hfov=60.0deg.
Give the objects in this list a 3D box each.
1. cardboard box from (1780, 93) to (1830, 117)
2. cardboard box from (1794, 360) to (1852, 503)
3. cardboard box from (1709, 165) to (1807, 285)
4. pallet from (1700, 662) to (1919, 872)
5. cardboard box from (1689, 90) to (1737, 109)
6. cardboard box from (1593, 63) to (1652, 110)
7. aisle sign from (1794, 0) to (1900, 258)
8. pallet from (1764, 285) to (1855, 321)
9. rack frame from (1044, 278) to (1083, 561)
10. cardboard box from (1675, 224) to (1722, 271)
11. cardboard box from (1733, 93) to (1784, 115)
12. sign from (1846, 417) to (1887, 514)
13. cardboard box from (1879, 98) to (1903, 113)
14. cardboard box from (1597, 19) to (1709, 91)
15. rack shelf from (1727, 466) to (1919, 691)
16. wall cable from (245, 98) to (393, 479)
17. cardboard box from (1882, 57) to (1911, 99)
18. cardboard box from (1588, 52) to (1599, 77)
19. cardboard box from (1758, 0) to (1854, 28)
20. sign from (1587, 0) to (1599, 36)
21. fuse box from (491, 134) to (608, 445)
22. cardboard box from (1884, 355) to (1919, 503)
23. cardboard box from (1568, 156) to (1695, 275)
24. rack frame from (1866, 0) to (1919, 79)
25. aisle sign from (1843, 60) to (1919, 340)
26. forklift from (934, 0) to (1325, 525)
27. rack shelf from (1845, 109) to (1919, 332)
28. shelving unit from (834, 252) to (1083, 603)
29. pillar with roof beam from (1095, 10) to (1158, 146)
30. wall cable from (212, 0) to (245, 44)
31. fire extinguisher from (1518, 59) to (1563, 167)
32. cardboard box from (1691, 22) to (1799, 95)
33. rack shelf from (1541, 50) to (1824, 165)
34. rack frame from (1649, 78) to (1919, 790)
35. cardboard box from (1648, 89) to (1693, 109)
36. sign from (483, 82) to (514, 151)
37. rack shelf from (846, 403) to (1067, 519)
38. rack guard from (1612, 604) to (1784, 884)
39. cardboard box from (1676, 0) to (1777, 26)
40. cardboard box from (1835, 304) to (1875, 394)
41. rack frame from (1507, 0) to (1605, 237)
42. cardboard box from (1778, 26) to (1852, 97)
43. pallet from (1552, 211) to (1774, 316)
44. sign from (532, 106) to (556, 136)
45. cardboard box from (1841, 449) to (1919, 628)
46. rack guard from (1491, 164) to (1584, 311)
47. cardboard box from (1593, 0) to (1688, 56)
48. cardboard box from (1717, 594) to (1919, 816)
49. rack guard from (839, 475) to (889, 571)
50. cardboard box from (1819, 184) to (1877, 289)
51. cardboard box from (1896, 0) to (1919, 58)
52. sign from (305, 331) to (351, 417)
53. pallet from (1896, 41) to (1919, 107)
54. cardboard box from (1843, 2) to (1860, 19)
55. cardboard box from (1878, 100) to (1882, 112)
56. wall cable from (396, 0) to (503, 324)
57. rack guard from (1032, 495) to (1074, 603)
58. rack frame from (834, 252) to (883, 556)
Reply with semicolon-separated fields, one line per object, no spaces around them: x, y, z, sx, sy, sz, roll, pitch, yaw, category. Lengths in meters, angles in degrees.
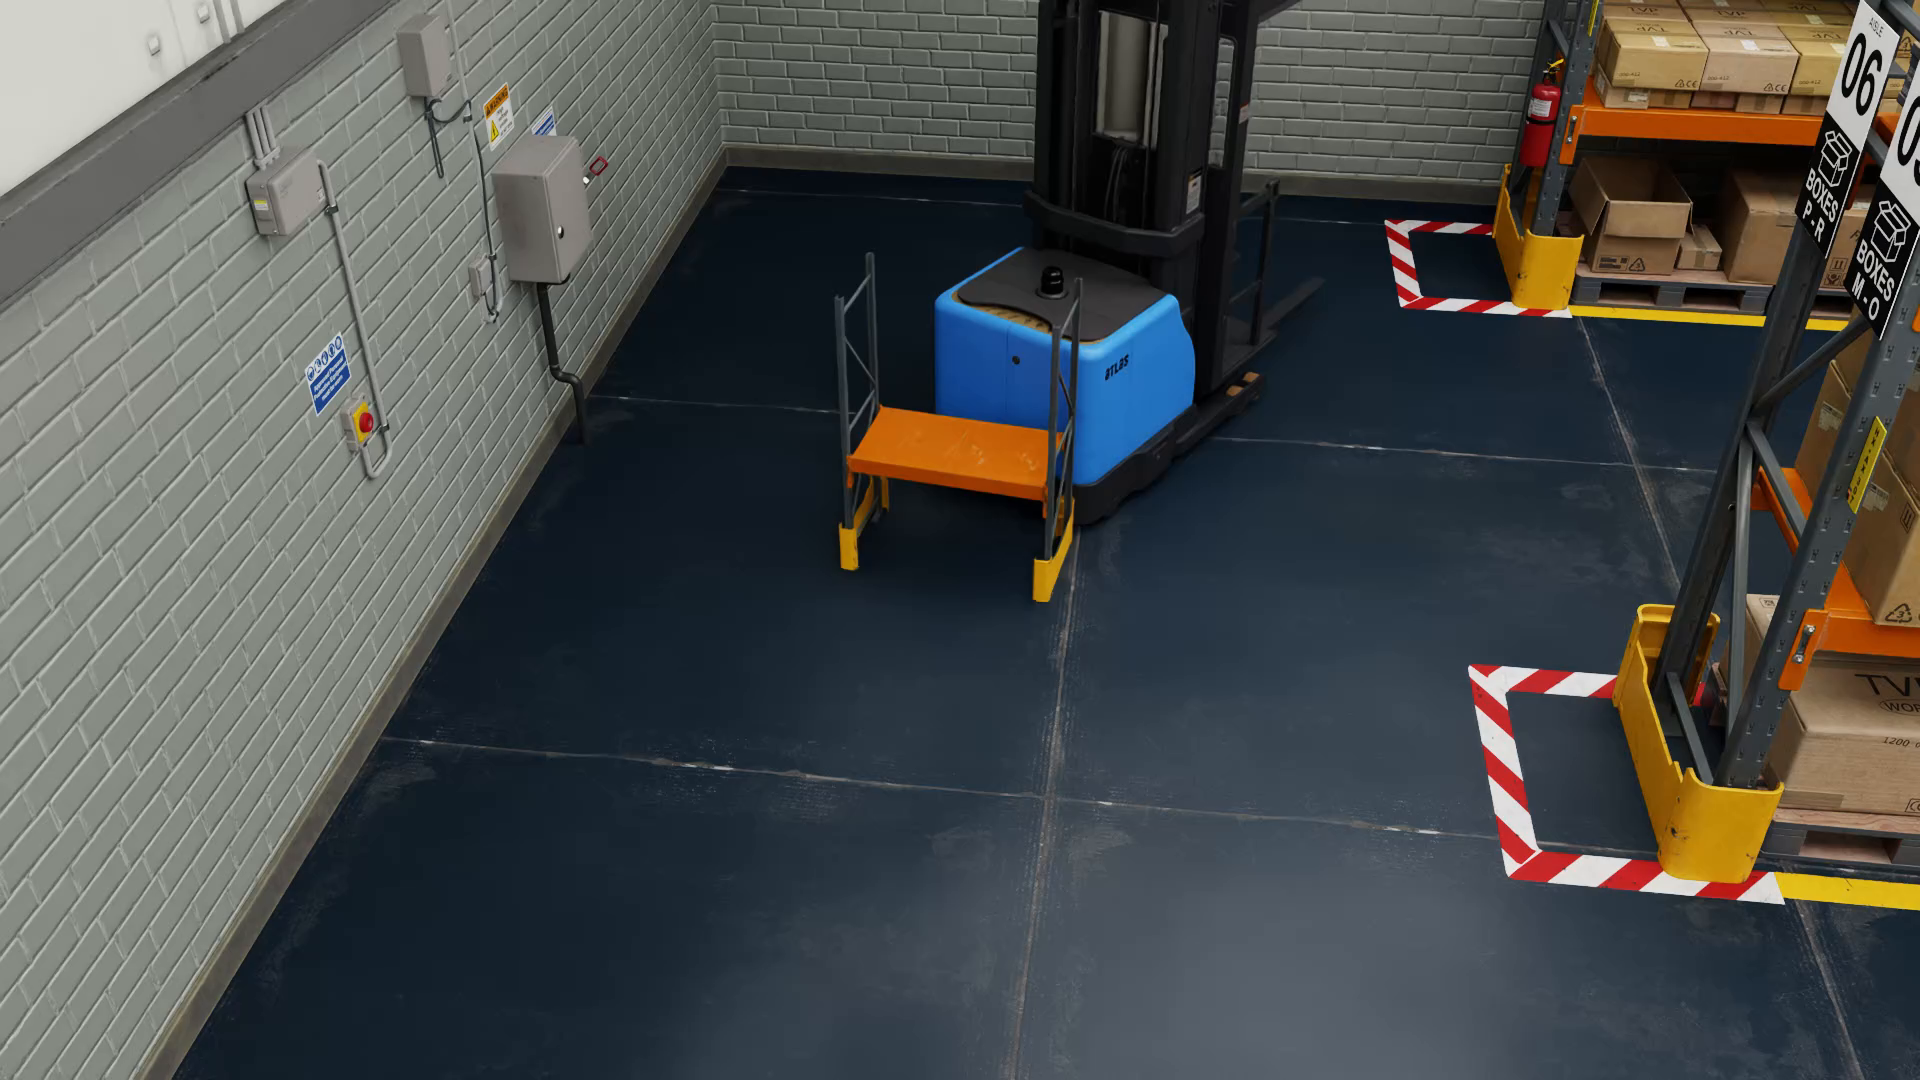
5.055;-2.697;10.020;0.250;0.149;0.380;5;36;7;cardboard box
3.617;-0.341;6.417;0.500;0.500;0.500;4;36;6;cardboard box
5.171;-2.012;10.634;0.500;0.500;0.700;6;36;8;cardboard box
3.908;0.966;7.073;1.213;0.211;1.003;4;36;6;pallet
4.548;-2.768;10.119;0.250;0.149;0.380;4;36;5;cardboard box
4.025;-2.759;10.107;0.250;0.149;0.380;4;36;6;cardboard box
3.073;-1.426;5.785;0.004;0.787;0.394;4;36;6;aisle sign
5.806;-1.753;10.882;1.213;0.211;1.003;4;36;6;pallet
0.489;-0.466;7.968;0.032;1.500;0.500;9;37;13;rack frame
4.745;-1.901;10.781;0.250;0.149;0.380;3;36;4;cardboard box
4.791;-2.714;10.043;0.250;0.149;0.380;5;36;7;cardboard box
3.028;-0.249;5.560;0.005;0.325;0.100;4;36;6;sign
5.560;-2.628;9.923;0.250;0.149;0.380;5;36;7;cardboard box
4.149;-2.915;9.982;0.500;0.250;0.500;4;36;6;cardboard box
5.089;0.257;6.284;4.000;0.370;1.077;4;36;6;rack shelf
-2.491;-1.014;6.544;0.123;1.953;0.585;4;36;6;wall cable
5.662;-2.817;9.845;0.500;0.250;0.500;3;36;5;cardboard box
4.096;-3.072;10.545;0.250;0.149;0.380;4;36;5;cardboard box
5.225;-3.145;10.304;0.500;0.250;0.500;5;36;7;cardboard box
3.665;-3.084;9.600;0.005;0.325;0.100;4;36;6;sign
-2.079;-1.262;8.903;0.414;1.711;0.539;4;36;6;fuse box
3.545;-0.432;5.683;0.500;0.500;0.500;4;36;5;cardboard box
4.328;-2.099;10.753;0.637;0.503;0.797;3;36;4;cardboard box
3.105;-2.625;4.539;0.127;3.000;1.000;4;36;6;rack frame
2.997;-1.080;5.300;0.004;0.787;0.394;4;36;6;aisle sign
1.139;-2.074;8.991;1.130;2.935;3.031;24;42;29;forklift
5.089;-0.964;5.412;4.000;0.370;1.077;4;36;6;rack shelf
-0.010;-0.546;8.080;1.083;1.500;0.587;9;37;13;shelving unit
0.626;-3.724;6.079;0.400;9.000;9.100;4;36;6;pillar with roof beam
-2.573;-2.884;4.902;0.029;3.000;0.463;4;36;6;wall cable
3.529;-2.605;10.063;0.183;0.674;0.296;4;36;6;fire extinguisher
4.649;-2.878;9.930;0.500;0.250;0.500;5;36;6;cardboard box
5.717;-2.603;10.292;4.000;0.370;1.077;4;36;6;rack shelf
3.105;-0.184;6.282;0.127;3.000;1.000;4;36;6;rack frame
4.283;-2.767;10.118;0.250;0.149;0.380;5;36;7;cardboard box
-2.291;-2.107;8.266;0.001;0.242;0.339;4;36;6;sign
-0.001;-0.398;8.183;1.000;0.185;0.538;9;37;13;rack shelf
3.081;0.832;7.011;0.348;0.500;1.175;4;36;6;rack guard
4.735;-3.184;10.359;0.500;0.250;0.500;4;36;6;cardboard box
3.614;-0.733;6.105;0.500;0.500;0.500;5;36;8;cardboard box
3.734;-3.044;10.290;0.127;3.000;1.000;4;36;6;rack frame
5.153;-2.842;9.881;0.500;0.250;0.500;4;36;5;cardboard box
4.600;-1.845;11.010;1.213;0.211;1.003;4;36;6;pallet
-2.221;-2.048;8.976;0.001;0.494;0.329;4;36;6;sign
3.545;-0.023;5.972;0.500;0.500;0.500;4;36;6;cardboard box
3.809;-2.021;11.008;0.348;0.500;1.175;4;36;6;rack guard
4.224;-3.223;10.414;0.500;0.250;0.500;5;36;7;cardboard box
3.772;0.680;6.917;0.875;0.438;0.875;3;36;4;cardboard box
-0.490;-0.114;8.551;0.087;0.250;0.587;9;37;13;rack guard
5.683;-1.915;10.499;0.500;0.500;0.500;5;36;7;cardboard box
5.637;-3.110;9.609;0.500;0.500;0.500;5;36;7;cardboard box
-2.558;-0.674;6.737;0.001;0.218;0.327;4;36;6;sign
3.842;-1.320;5.368;1.213;0.211;1.003;4;36;6;pallet
5.744;-3.106;10.250;0.500;0.250;0.500;4;36;6;cardboard box
5.296;-2.635;9.934;0.250;0.149;0.380;3;36;5;cardboard box
-2.322;-1.819;7.699;0.122;1.984;0.588;4;36;6;wall cable
0.470;0.040;8.336;0.087;0.250;0.587;9;37;13;rack guard
-0.491;-0.623;8.189;0.032;1.500;0.500;9;37;13;rack frame
